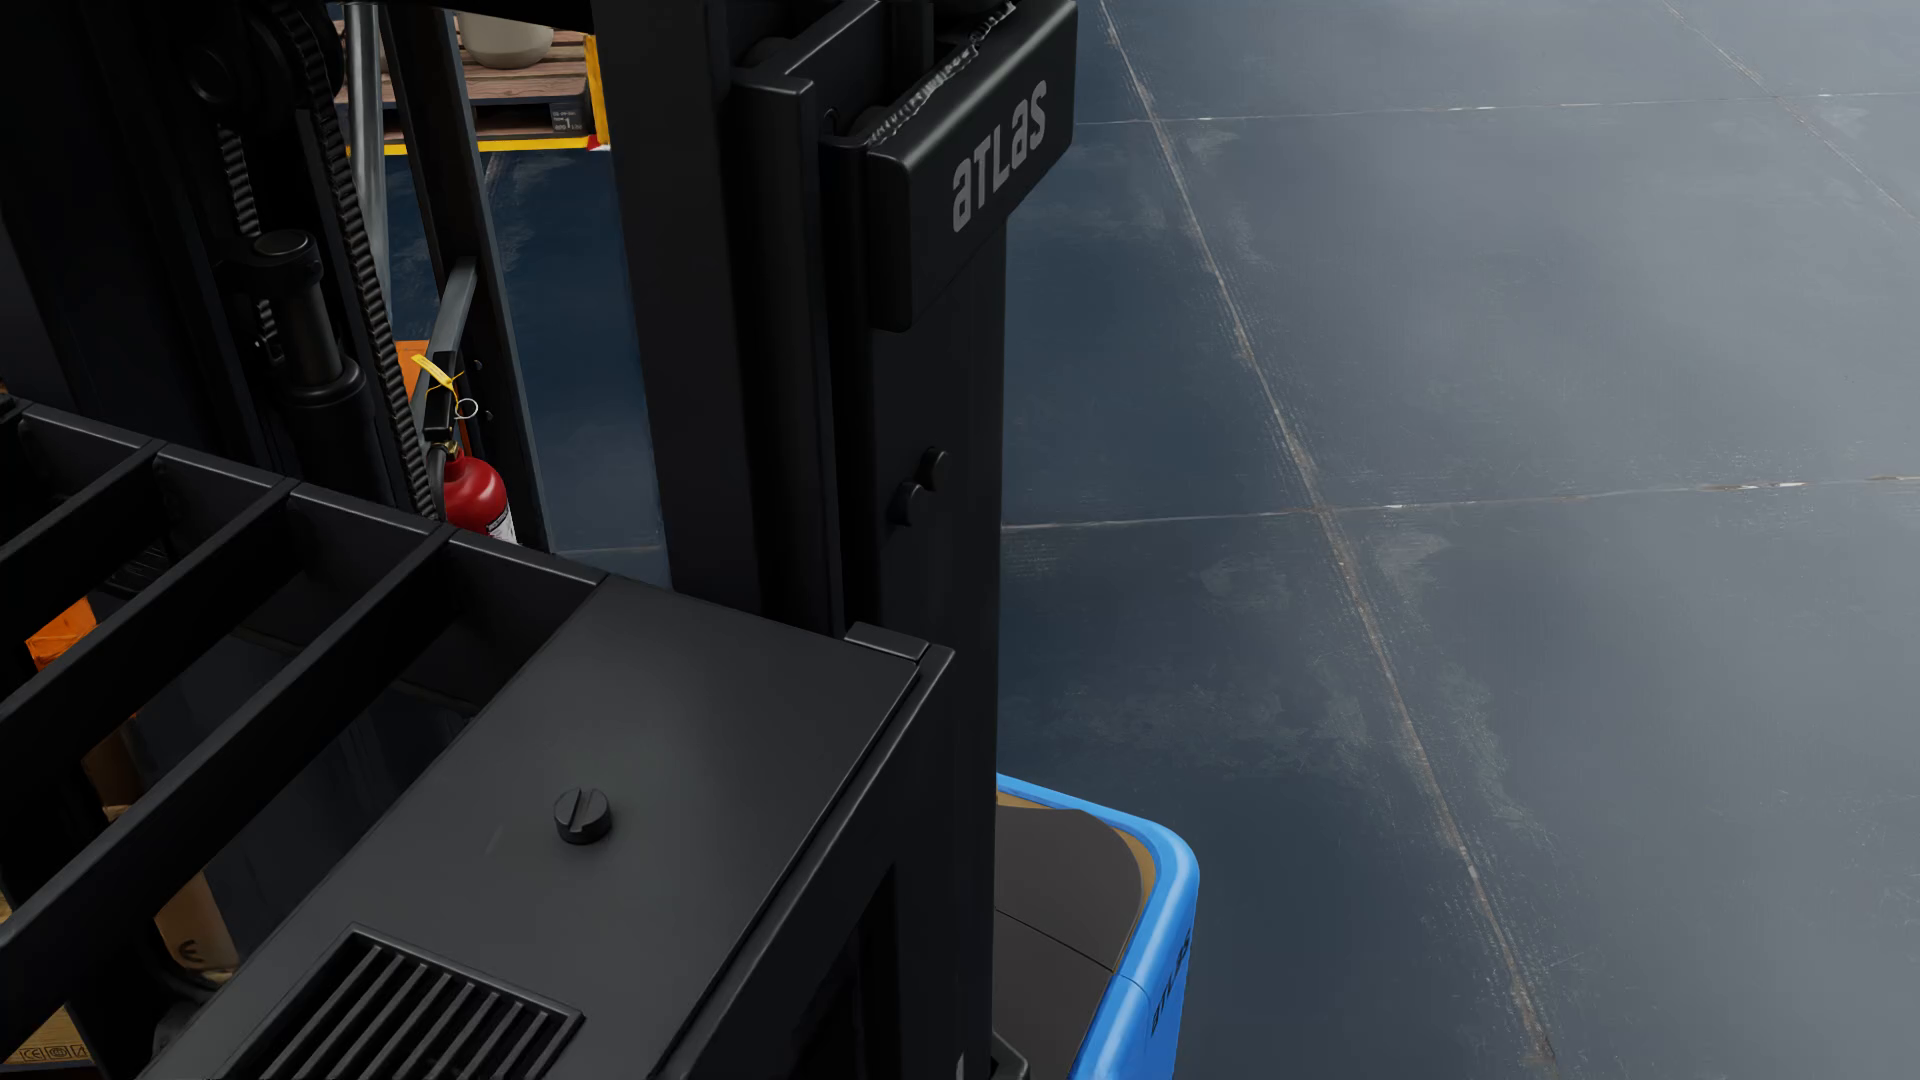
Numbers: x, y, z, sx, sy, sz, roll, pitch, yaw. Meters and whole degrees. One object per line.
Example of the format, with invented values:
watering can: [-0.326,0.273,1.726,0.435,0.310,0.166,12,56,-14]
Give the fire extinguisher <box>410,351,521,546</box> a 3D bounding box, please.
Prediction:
fire extinguisher: [-0.857,0.007,2.882,0.183,0.674,0.296,-3,38,-4]

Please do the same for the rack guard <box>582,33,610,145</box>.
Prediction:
rack guard: [-1.522,-2.345,7.819,0.348,0.500,1.175,-3,38,-4]

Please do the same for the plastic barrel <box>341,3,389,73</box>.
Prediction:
plastic barrel: [-2.599,-2.437,7.587,0.421,0.512,0.421,0,38,0]

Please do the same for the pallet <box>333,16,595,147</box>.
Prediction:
pallet: [-2.332,-2.190,7.856,1.213,0.211,1.003,-3,38,-4]

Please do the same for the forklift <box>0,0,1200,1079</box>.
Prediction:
forklift: [-0.621,0.921,1.716,1.130,2.935,3.031,15,41,18]

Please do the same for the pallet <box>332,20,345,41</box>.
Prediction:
pallet: [-3.544,-2.125,7.773,1.213,0.211,1.003,-3,38,-4]

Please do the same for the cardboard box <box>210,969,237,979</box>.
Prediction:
cardboard box: [-1.524,0.823,3.666,0.500,0.250,0.500,-3,38,-4]

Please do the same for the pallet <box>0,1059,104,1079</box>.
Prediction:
pallet: [-1.774,0.859,3.991,1.213,0.211,1.003,-3,38,-4]

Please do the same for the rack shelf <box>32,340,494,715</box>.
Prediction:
rack shelf: [-3.008,0.089,3.297,4.000,0.370,1.077,-3,38,-4]

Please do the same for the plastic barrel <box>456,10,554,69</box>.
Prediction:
plastic barrel: [-2.099,-2.465,7.621,0.421,0.512,0.421,0,38,0]

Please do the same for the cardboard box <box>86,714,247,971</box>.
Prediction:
cardboard box: [-1.523,0.530,3.432,0.500,0.500,0.500,-3,38,-4]

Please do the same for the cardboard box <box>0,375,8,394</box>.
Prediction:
cardboard box: [-1.482,-0.325,3.159,0.500,0.500,0.700,-3,38,-4]

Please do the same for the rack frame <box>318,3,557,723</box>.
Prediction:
rack frame: [-1.016,-0.303,3.213,0.127,3.000,1.000,-3,38,-4]

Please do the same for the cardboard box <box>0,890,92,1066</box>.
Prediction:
cardboard box: [-2.021,0.858,3.622,0.500,0.250,0.500,-3,38,-4]
